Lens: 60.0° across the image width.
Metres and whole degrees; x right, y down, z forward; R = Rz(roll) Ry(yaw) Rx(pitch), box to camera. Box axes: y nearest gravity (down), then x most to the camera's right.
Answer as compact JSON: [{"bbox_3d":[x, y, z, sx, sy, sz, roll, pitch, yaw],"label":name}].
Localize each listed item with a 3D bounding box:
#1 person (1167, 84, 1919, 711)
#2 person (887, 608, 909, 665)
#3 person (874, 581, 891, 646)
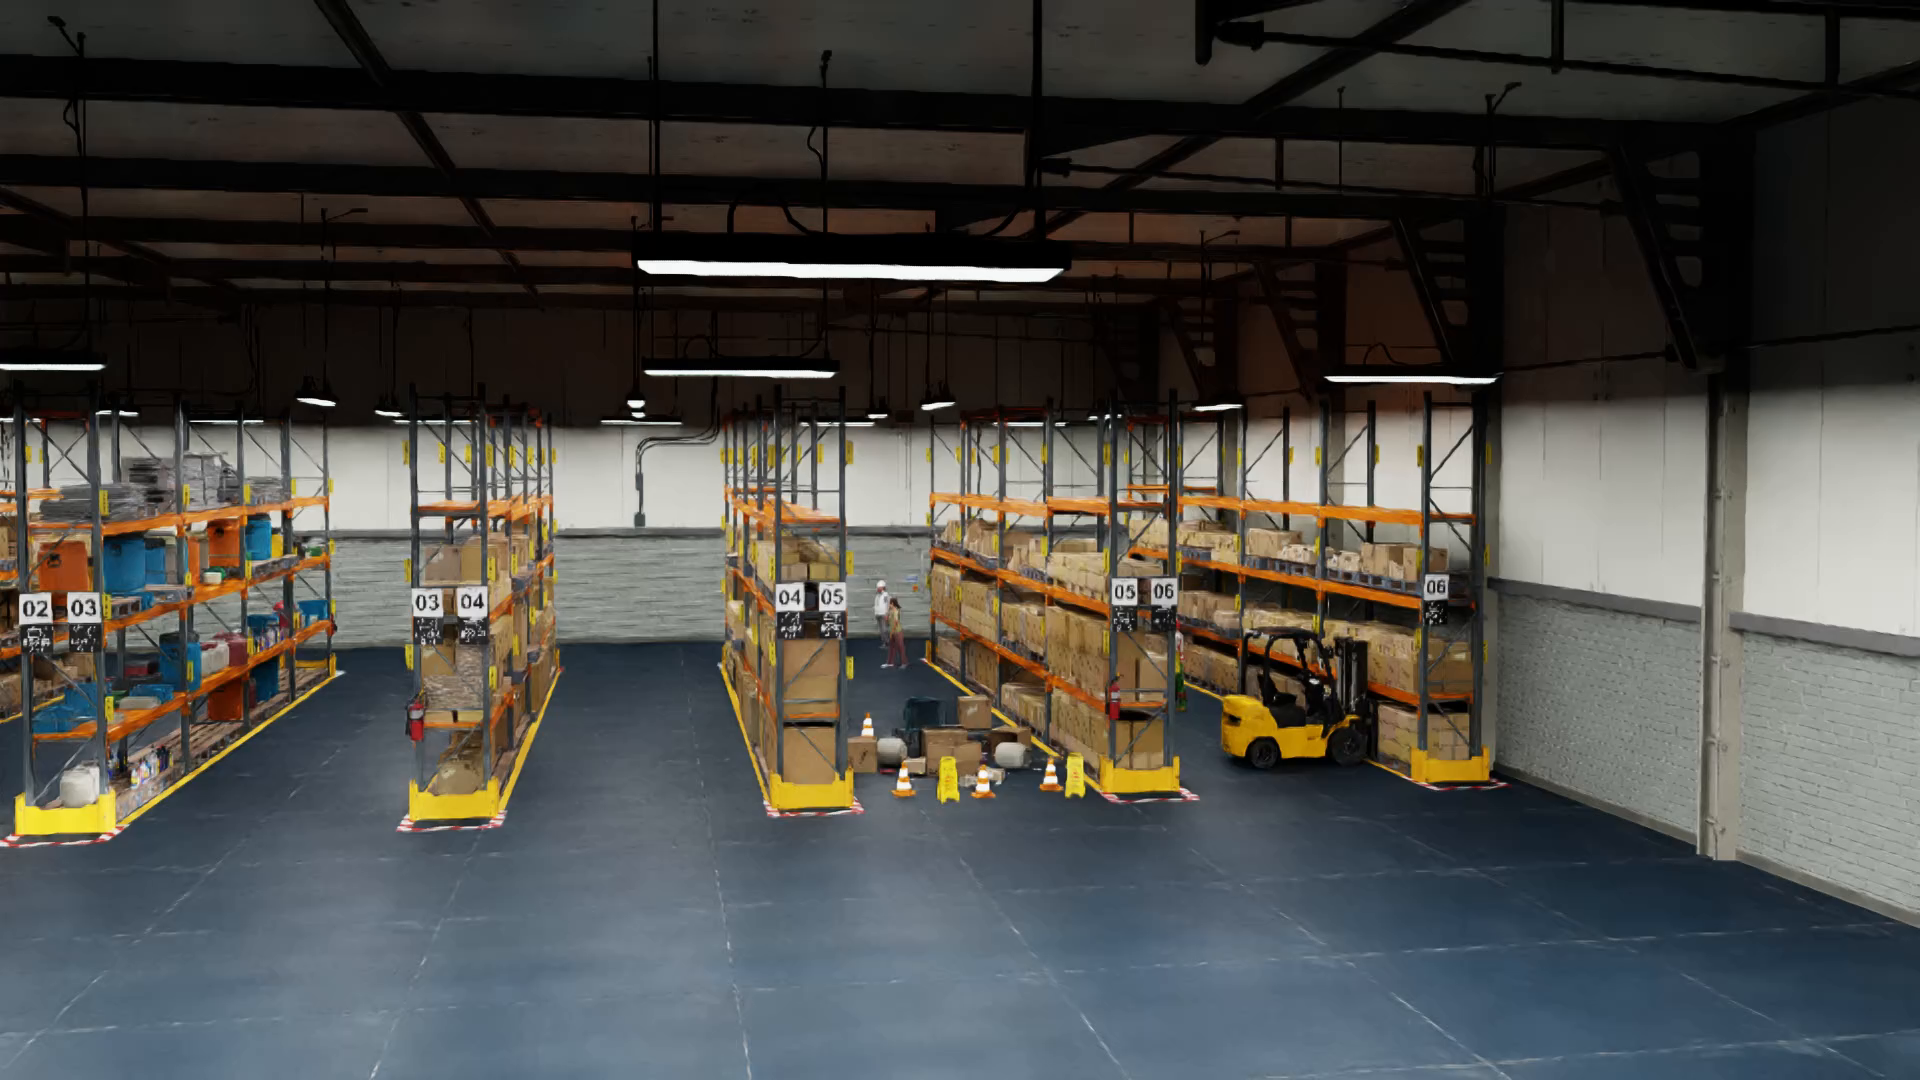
[{"bbox_3d":[7.346,-0.712,23.780,11.202,8.978,15.857,1,3,15],"label":"person"},{"bbox_3d":[-1.462,2.269,39.127,0.486,1.354,0.469,-1,3,-13],"label":"person"},{"bbox_3d":[-1.949,1.906,42.970,0.448,1.709,0.507,-3,4,-41],"label":"person"}]
